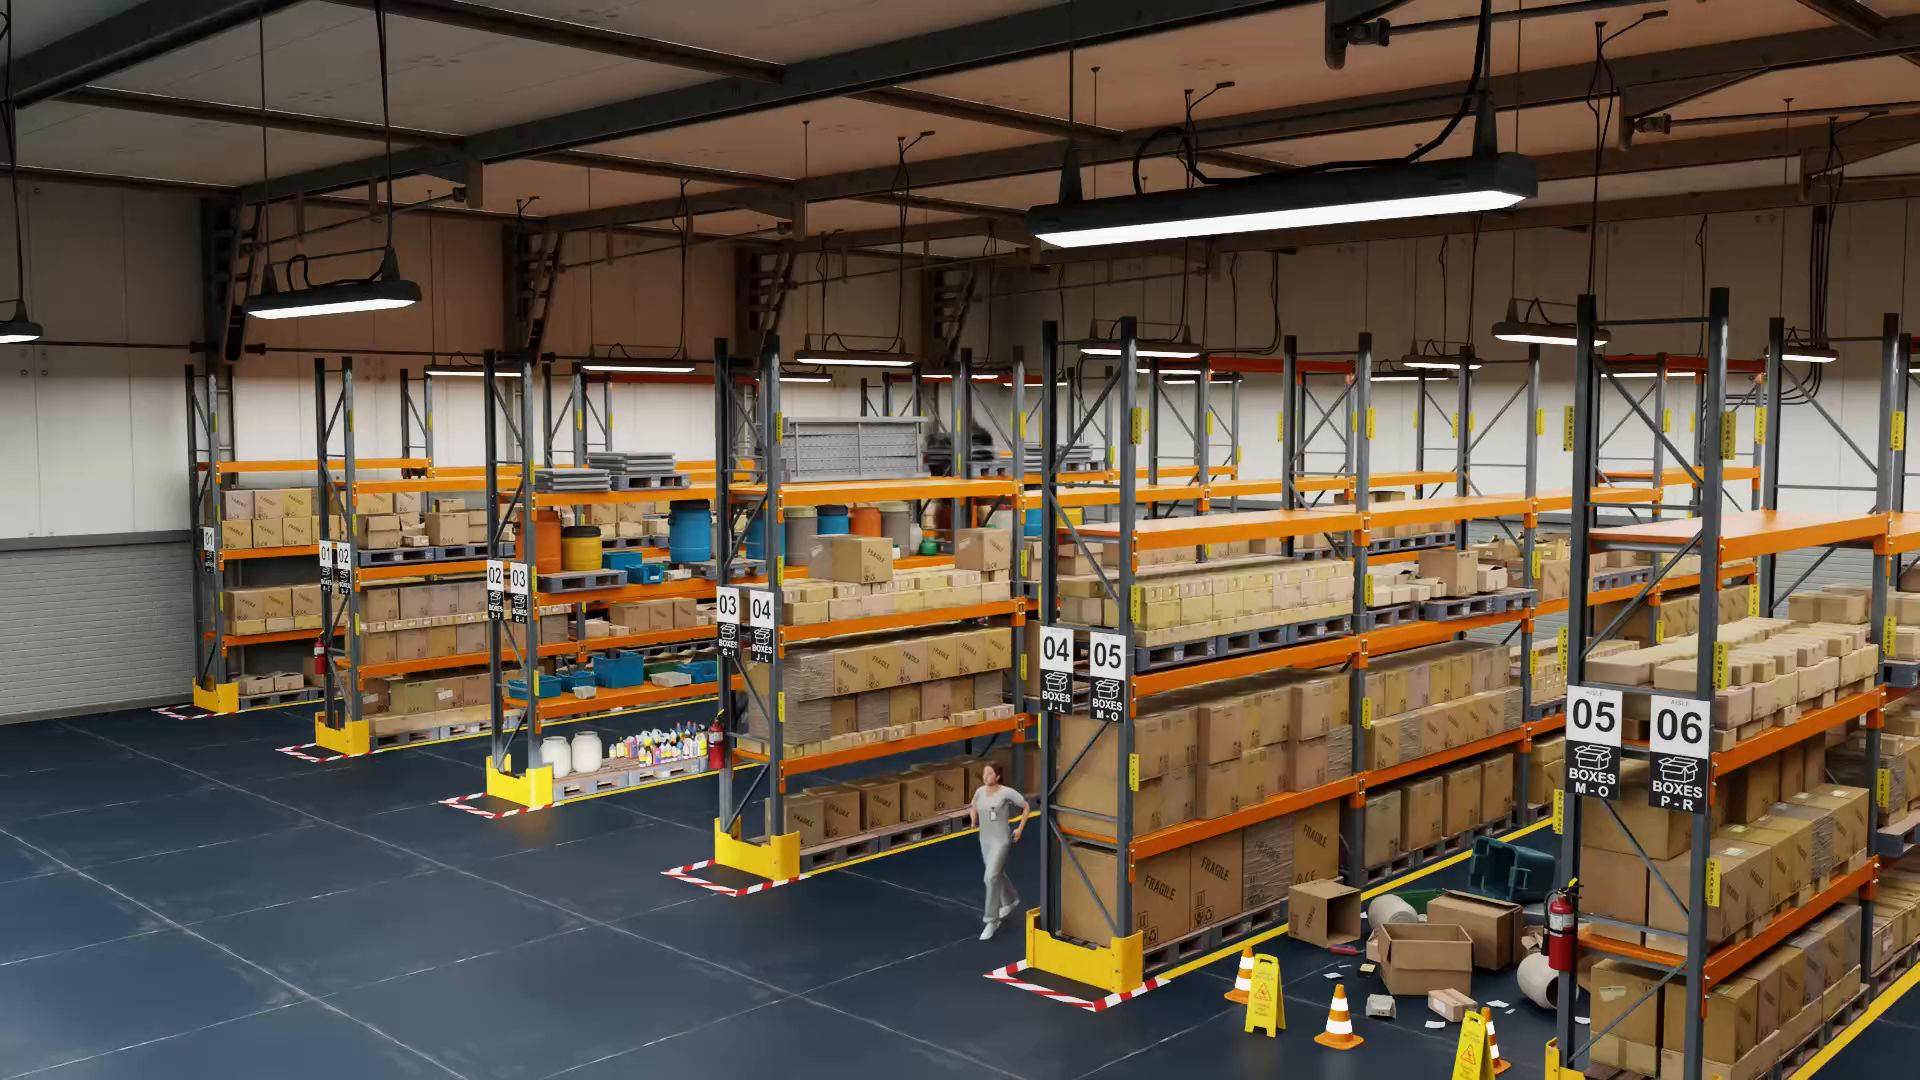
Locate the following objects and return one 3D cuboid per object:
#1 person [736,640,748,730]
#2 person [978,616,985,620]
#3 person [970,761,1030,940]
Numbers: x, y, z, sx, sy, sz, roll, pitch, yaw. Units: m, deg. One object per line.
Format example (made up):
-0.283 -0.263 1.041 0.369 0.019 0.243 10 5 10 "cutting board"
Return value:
-3.560 2.353 26.678 0.537 1.558 0.549 3 5 37 "person"
0.586 1.789 33.281 0.667 1.775 0.773 3 5 36 "person"
0.376 3.057 16.648 0.593 1.727 0.799 4 6 39 "person"
